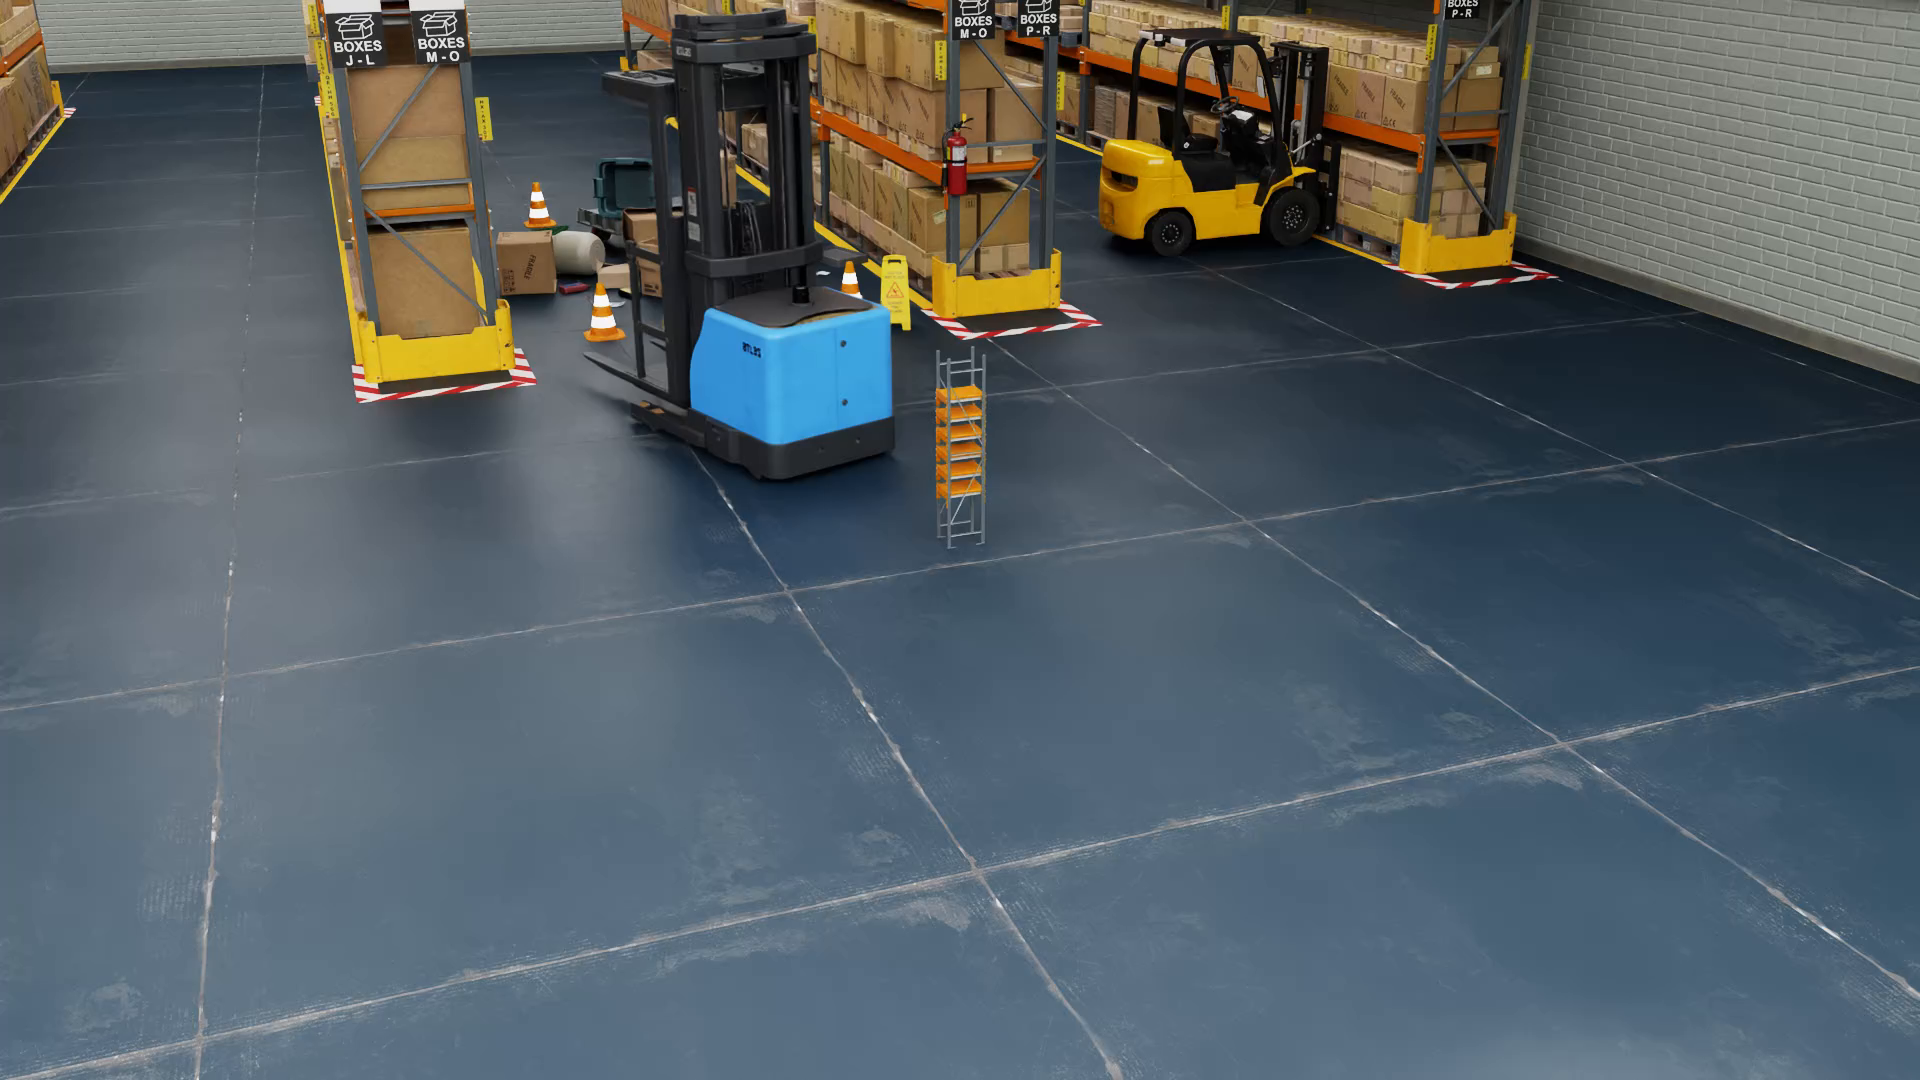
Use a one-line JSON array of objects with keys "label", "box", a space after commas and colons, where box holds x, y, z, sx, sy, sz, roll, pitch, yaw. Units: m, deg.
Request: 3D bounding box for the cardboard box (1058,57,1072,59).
[{"label": "cardboard box", "box": [1.520, -7.397, 25.780, 0.380, 0.149, 0.250, -8, 24, -18]}]

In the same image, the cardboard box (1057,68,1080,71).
[{"label": "cardboard box", "box": [1.540, -6.860, 24.506, 0.380, 0.149, 0.250, -8, 24, -17]}]

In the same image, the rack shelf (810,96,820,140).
[{"label": "rack shelf", "box": [-1.756, -5.335, 19.972, 1.077, 0.370, 4.000, -8, 24, -19]}]

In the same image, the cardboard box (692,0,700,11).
[{"label": "cardboard box", "box": [-3.420, -7.604, 23.012, 0.500, 0.500, 0.500, -9, 24, -20]}]

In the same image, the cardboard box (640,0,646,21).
[{"label": "cardboard box", "box": [-4.827, -8.585, 26.629, 0.500, 0.500, 0.500, -8, 24, -17]}]

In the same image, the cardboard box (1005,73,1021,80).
[{"label": "cardboard box", "box": [0.270, -4.068, 15.527, 0.500, 0.500, 0.500, -8, 24, -17]}]

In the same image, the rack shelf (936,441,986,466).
[{"label": "rack shelf", "box": [0.005, -0.507, 10.022, 0.258, 0.103, 0.180, -8, 24, -19]}]

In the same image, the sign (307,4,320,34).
[{"label": "sign", "box": [-7.562, -6.097, 19.464, 0.100, 0.325, 0.005, -8, 24, -19]}]

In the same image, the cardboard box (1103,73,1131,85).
[{"label": "cardboard box", "box": [2.287, -6.649, 24.005, 0.380, 0.149, 0.250, -7, 24, -16]}]

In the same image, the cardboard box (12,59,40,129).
[{"label": "cardboard box", "box": [-13.623, -6.279, 23.481, 0.875, 0.875, 0.875, -8, 24, -19]}]

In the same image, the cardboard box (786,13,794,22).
[{"label": "cardboard box", "box": [-1.780, -5.821, 19.147, 0.500, 0.500, 0.500, -7, 24, -17]}]

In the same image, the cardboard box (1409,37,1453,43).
[{"label": "cardboard box", "box": [4.846, -5.088, 17.113, 0.380, 0.149, 0.250, -8, 24, -19]}]

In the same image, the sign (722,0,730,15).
[{"label": "sign", "box": [-2.981, -6.850, 21.148, 0.100, 0.325, 0.005, -8, 24, -19]}]

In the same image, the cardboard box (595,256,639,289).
[{"label": "cardboard box", "box": [-3.314, -2.592, 16.059, 0.396, 0.266, 0.258, -4, 23, -10]}]

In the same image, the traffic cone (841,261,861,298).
[{"label": "traffic cone", "box": [-0.995, -2.297, 15.104, 0.336, 0.463, 0.334, -8, 24, -19]}]

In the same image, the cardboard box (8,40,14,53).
[{"label": "cardboard box", "box": [-13.126, -6.716, 22.645, 0.380, 0.149, 0.250, -8, 24, -17]}]

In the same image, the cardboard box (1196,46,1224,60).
[{"label": "cardboard box", "box": [3.180, -5.927, 20.000, 0.500, 0.250, 0.500, -9, 24, -20]}]

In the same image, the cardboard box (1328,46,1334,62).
[{"label": "cardboard box", "box": [4.141, -5.167, 17.684, 0.380, 0.149, 0.250, -9, 24, -19]}]

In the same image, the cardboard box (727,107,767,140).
[{"label": "cardboard box", "box": [-2.629, -5.870, 22.510, 0.875, 0.875, 0.875, -9, 24, -19]}]

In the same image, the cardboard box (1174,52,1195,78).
[{"label": "cardboard box", "box": [2.987, -5.882, 20.538, 0.500, 0.250, 0.500, -8, 24, -19]}]

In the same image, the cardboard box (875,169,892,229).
[{"label": "cardboard box", "box": [-0.523, -3.387, 16.459, 0.500, 0.500, 0.500, -9, 24, -20]}]

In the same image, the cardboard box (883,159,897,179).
[{"label": "cardboard box", "box": [-0.533, -3.625, 16.187, 0.380, 0.149, 0.250, -7, 24, -17]}]

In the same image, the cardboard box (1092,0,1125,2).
[{"label": "cardboard box", "box": [2.144, -7.524, 23.570, 0.500, 0.500, 0.500, -7, 24, -17]}]

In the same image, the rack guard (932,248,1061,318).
[{"label": "rack guard", "box": [0.337, -2.362, 15.211, 1.175, 0.500, 0.348, -8, 24, -19]}]

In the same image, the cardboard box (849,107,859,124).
[{"label": "cardboard box", "box": [-0.923, -4.394, 17.137, 0.380, 0.149, 0.250, -8, 24, -17]}]

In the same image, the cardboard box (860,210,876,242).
[{"label": "cardboard box", "box": [-0.705, -3.230, 17.051, 0.500, 0.250, 0.500, -9, 24, -20]}]

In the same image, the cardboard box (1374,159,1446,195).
[{"label": "cardboard box", "box": [4.552, -3.681, 16.833, 0.500, 0.250, 0.500, -8, 24, -17]}]

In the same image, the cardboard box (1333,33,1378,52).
[{"label": "cardboard box", "box": [4.138, -5.202, 17.384, 0.380, 0.149, 0.250, -8, 24, -18]}]

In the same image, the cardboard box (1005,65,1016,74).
[{"label": "cardboard box", "box": [0.924, -7.172, 26.082, 0.500, 0.500, 0.500, -9, 24, -20]}]

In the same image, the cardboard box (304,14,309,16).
[{"label": "cardboard box", "box": [-8.016, -6.516, 20.865, 0.380, 0.149, 0.250, -8, 24, -19]}]

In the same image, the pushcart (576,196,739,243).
[{"label": "pushcart", "box": [-3.165, -3.401, 17.833, 1.648, 0.377, 0.936, -18, 29, -37]}]

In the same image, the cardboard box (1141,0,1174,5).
[{"label": "cardboard box", "box": [2.681, -7.251, 22.627, 0.380, 0.149, 0.250, -8, 24, -18]}]

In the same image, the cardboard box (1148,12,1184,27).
[{"label": "cardboard box", "box": [2.619, -6.607, 21.100, 0.380, 0.149, 0.250, -9, 24, -20]}]

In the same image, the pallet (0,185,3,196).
[{"label": "pallet", "box": [-11.942, -4.046, 19.577, 1.003, 0.211, 1.213, -8, 24, -19]}]

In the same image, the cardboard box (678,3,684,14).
[{"label": "cardboard box", "box": [-3.773, -7.624, 24.026, 0.500, 0.250, 0.500, -8, 24, -18]}]

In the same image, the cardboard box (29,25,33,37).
[{"label": "cardboard box", "box": [-13.857, -7.464, 24.420, 0.380, 0.149, 0.250, -8, 24, -18]}]

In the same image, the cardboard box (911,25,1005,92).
[{"label": "cardboard box", "box": [-0.021, -4.286, 14.758, 0.700, 0.500, 0.500, -9, 24, -20]}]

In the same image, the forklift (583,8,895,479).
[{"label": "forklift", "box": [-1.775, -2.252, 11.820, 1.130, 2.935, 3.031, -18, 29, -36]}]

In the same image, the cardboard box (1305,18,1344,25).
[{"label": "cardboard box", "box": [4.144, -5.839, 18.894, 0.380, 0.149, 0.250, -9, 24, -19]}]

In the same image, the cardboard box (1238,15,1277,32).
[{"label": "cardboard box", "box": [3.428, -5.948, 19.153, 0.380, 0.149, 0.250, -8, 24, -18]}]

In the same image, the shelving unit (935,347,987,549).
[{"label": "shelving unit", "box": [0.005, -0.548, 10.004, 0.258, 1.200, 0.189, -8, 24, -19]}]

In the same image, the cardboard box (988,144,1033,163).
[{"label": "cardboard box", "box": [0.437, -3.523, 15.069, 0.380, 0.149, 0.250, -8, 24, -19]}]

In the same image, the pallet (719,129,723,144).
[{"label": "pallet", "box": [-3.098, -5.848, 23.853, 1.003, 0.211, 1.213, -8, 24, -19]}]

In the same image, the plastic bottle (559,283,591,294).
[{"label": "plastic bottle", "box": [-3.677, -2.411, 15.892, 0.283, 0.061, 0.133, -18, 29, -37]}]

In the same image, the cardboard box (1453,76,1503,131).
[{"label": "cardboard box", "box": [5.091, -4.433, 16.777, 0.500, 0.500, 0.500, -8, 24, -17]}]

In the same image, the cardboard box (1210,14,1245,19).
[{"label": "cardboard box", "box": [3.362, -6.504, 20.855, 0.380, 0.149, 0.250, -8, 24, -19]}]

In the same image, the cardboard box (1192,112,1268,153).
[{"label": "cardboard box", "box": [3.398, -4.910, 20.553, 0.875, 0.625, 0.625, -7, 24, -17]}]

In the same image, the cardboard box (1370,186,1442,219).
[{"label": "cardboard box", "box": [4.542, -3.460, 16.952, 0.500, 0.250, 0.500, -9, 24, -20]}]

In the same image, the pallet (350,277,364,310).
[{"label": "pallet", "box": [-5.014, -2.208, 15.217, 1.003, 0.211, 1.213, -8, 24, -19]}]

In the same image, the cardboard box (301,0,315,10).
[{"label": "cardboard box", "box": [-8.762, -7.277, 22.669, 0.380, 0.149, 0.250, -7, 24, -16]}]

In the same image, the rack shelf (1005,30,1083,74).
[{"label": "rack shelf", "box": [1.473, -7.471, 25.040, 1.077, 0.370, 4.000, -8, 24, -19]}]

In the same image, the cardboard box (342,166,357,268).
[{"label": "cardboard box", "box": [-5.488, -3.200, 16.176, 0.875, 0.875, 0.875, -8, 24, -18]}]

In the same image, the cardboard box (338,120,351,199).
[{"label": "cardboard box", "box": [-4.620, -3.165, 13.705, 0.875, 0.550, 0.550, -8, 24, -19]}]

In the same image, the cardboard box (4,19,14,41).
[{"label": "cardboard box", "box": [-13.239, -6.943, 22.671, 0.500, 0.250, 0.500, -8, 24, -19]}]

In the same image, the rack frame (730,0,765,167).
[{"label": "rack frame", "box": [-2.462, -6.393, 21.557, 1.000, 3.000, 0.127, -8, 24, -19]}]
